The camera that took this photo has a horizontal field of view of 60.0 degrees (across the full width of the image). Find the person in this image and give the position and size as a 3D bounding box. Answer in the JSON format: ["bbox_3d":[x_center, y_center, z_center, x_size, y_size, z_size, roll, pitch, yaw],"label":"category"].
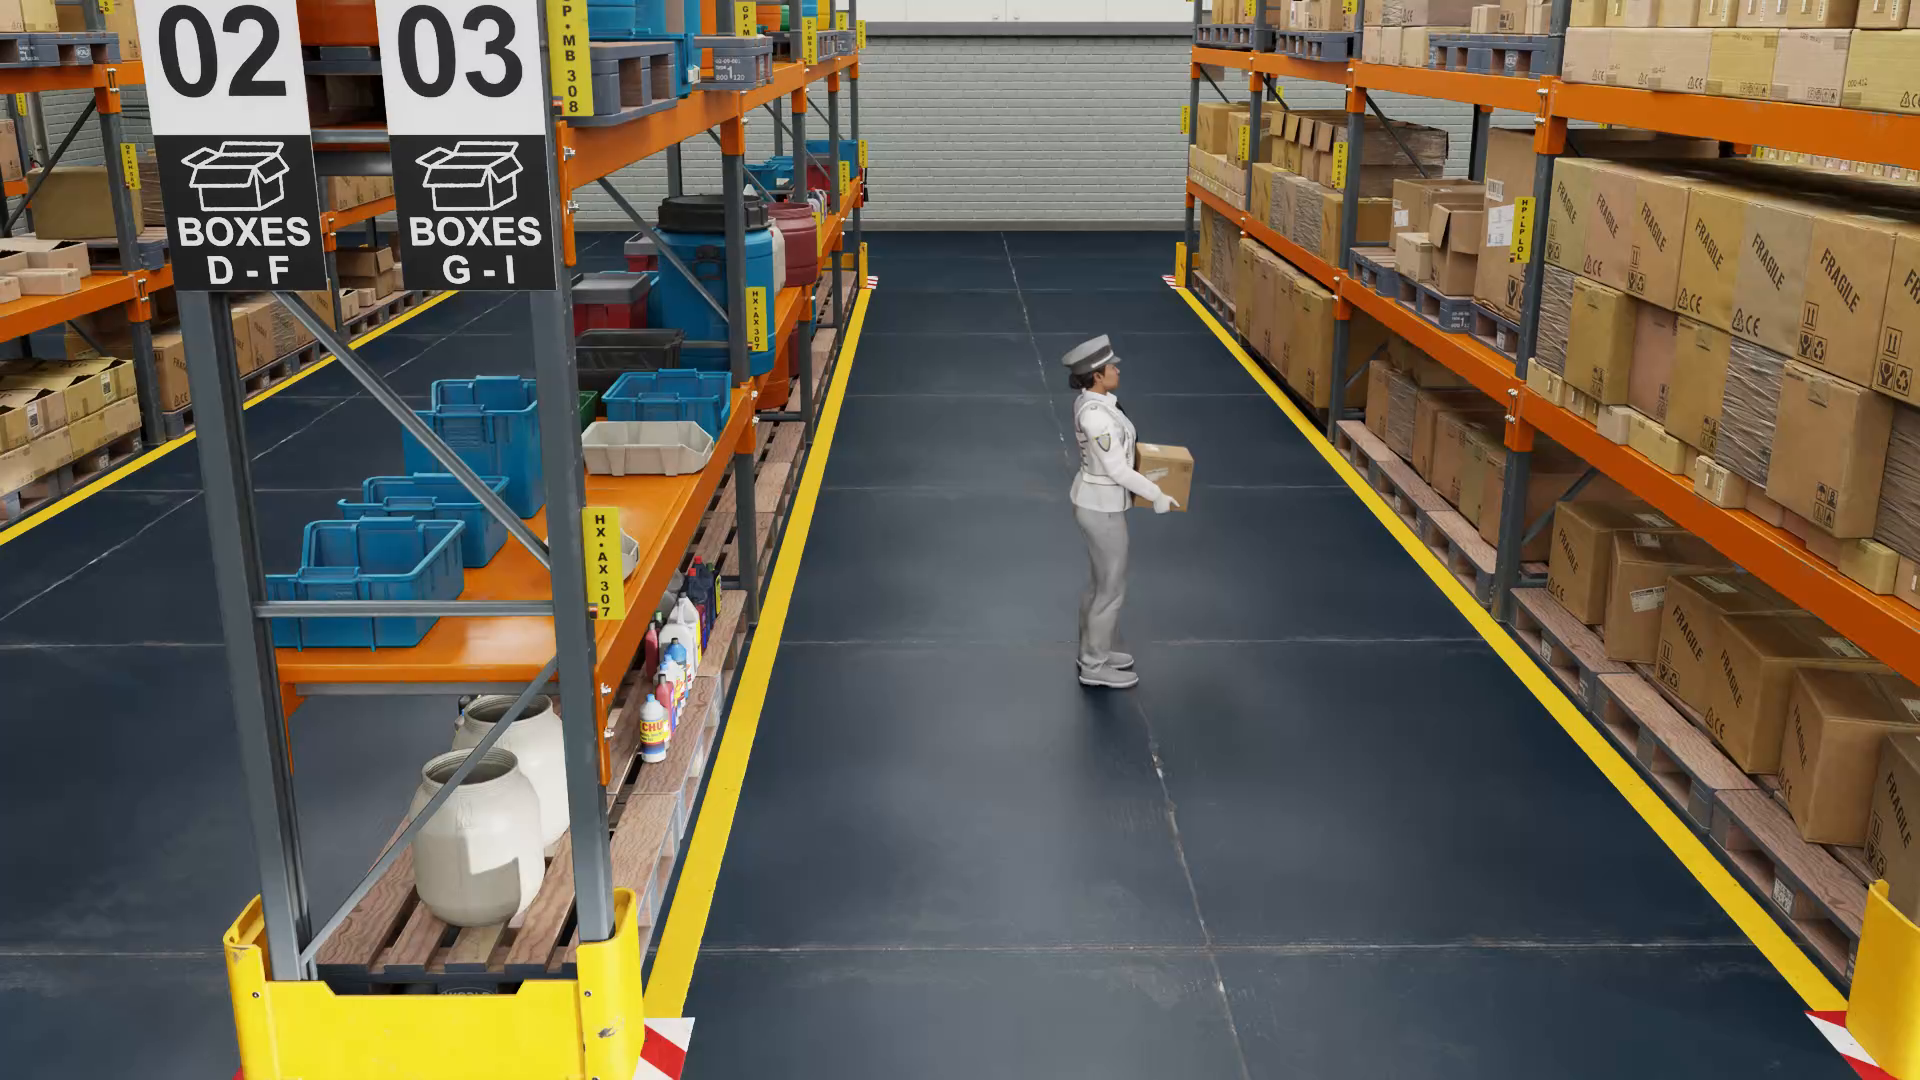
[{"bbox_3d":[0.752,-0.144,7.965,0.555,1.687,0.461,0,17,-1],"label":"person"}]
